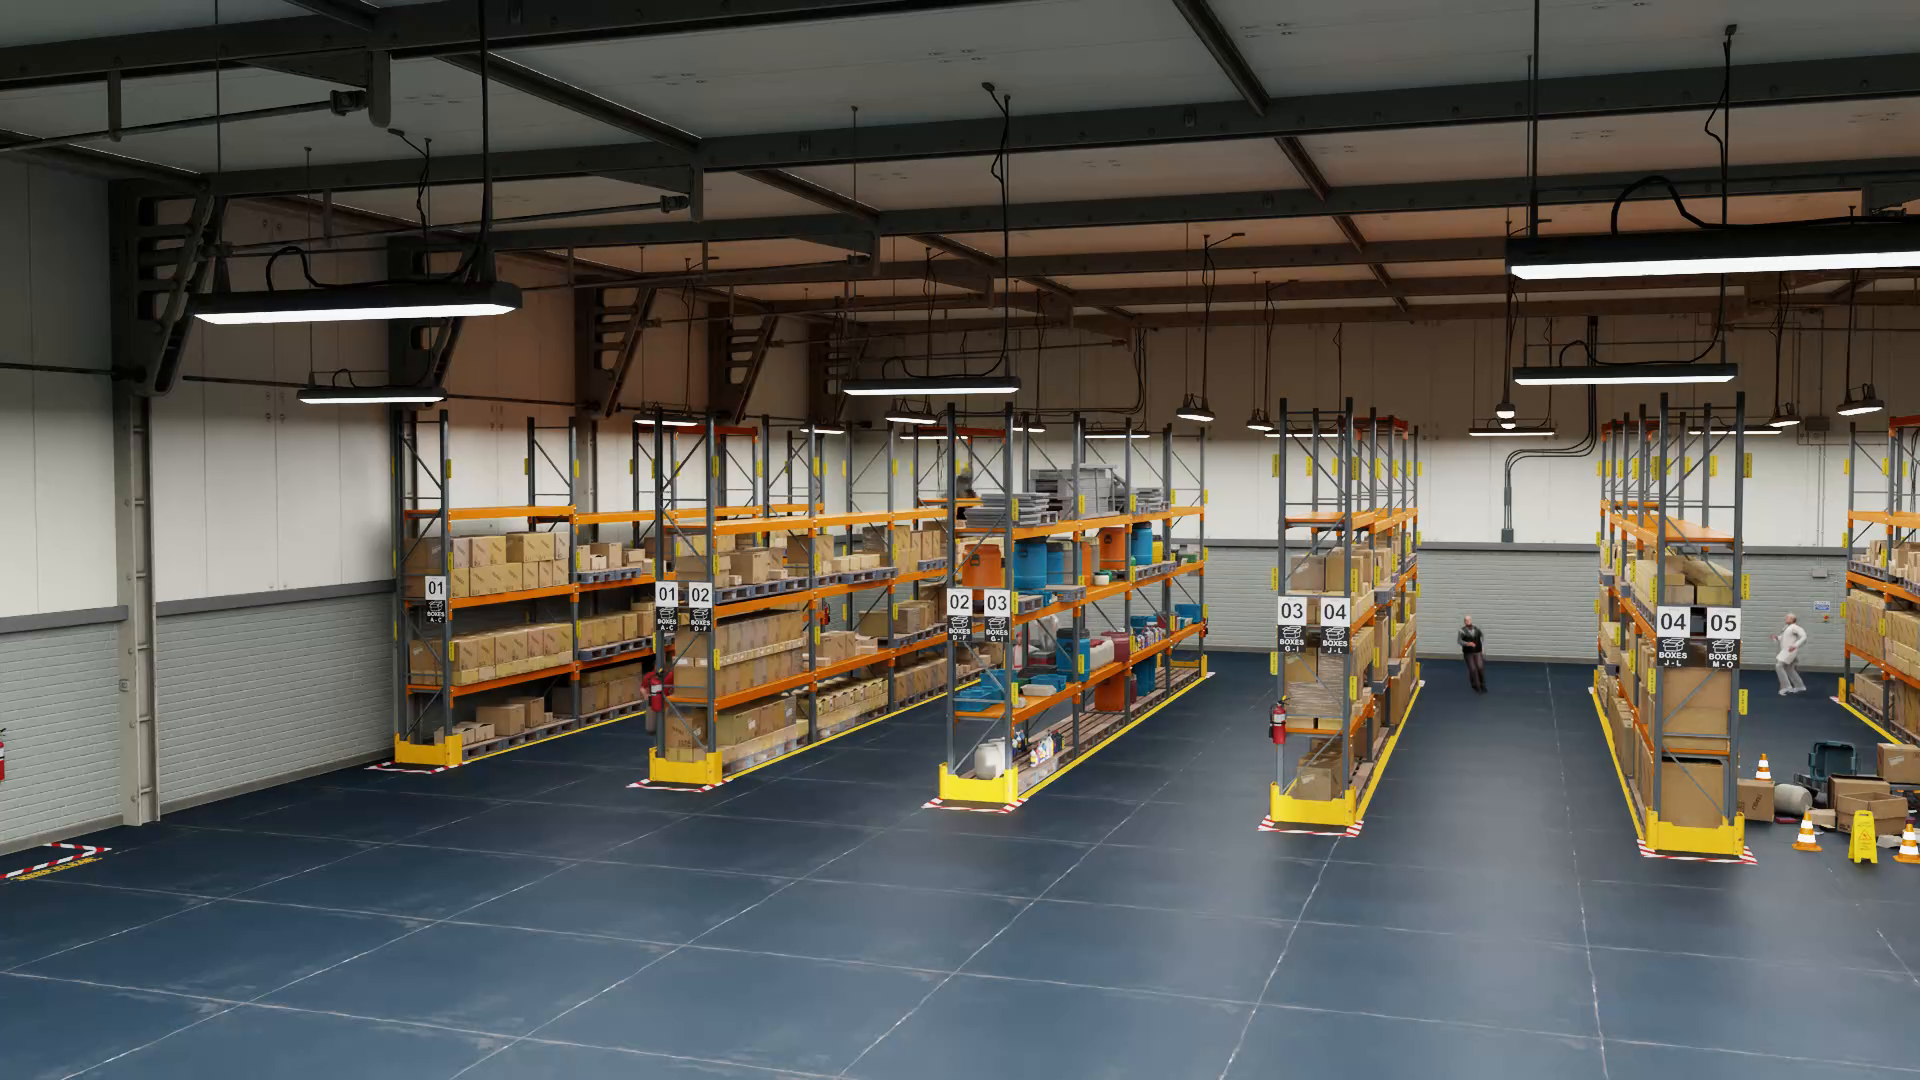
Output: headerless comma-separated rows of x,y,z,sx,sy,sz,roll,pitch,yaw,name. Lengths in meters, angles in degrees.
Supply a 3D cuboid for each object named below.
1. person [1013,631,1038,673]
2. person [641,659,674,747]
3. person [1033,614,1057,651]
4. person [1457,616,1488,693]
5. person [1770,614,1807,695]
1.240,2.699,33.124,0.667,1.756,0.681,1,3,26,person
-5.271,2.911,29.147,0.670,1.687,0.759,0,2,5,person
2.031,2.263,39.793,0.571,1.635,0.547,0,2,7,person
11.477,2.562,37.299,0.657,1.727,0.685,0,2,7,person
18.352,2.539,36.845,0.777,1.826,0.685,1,3,15,person
